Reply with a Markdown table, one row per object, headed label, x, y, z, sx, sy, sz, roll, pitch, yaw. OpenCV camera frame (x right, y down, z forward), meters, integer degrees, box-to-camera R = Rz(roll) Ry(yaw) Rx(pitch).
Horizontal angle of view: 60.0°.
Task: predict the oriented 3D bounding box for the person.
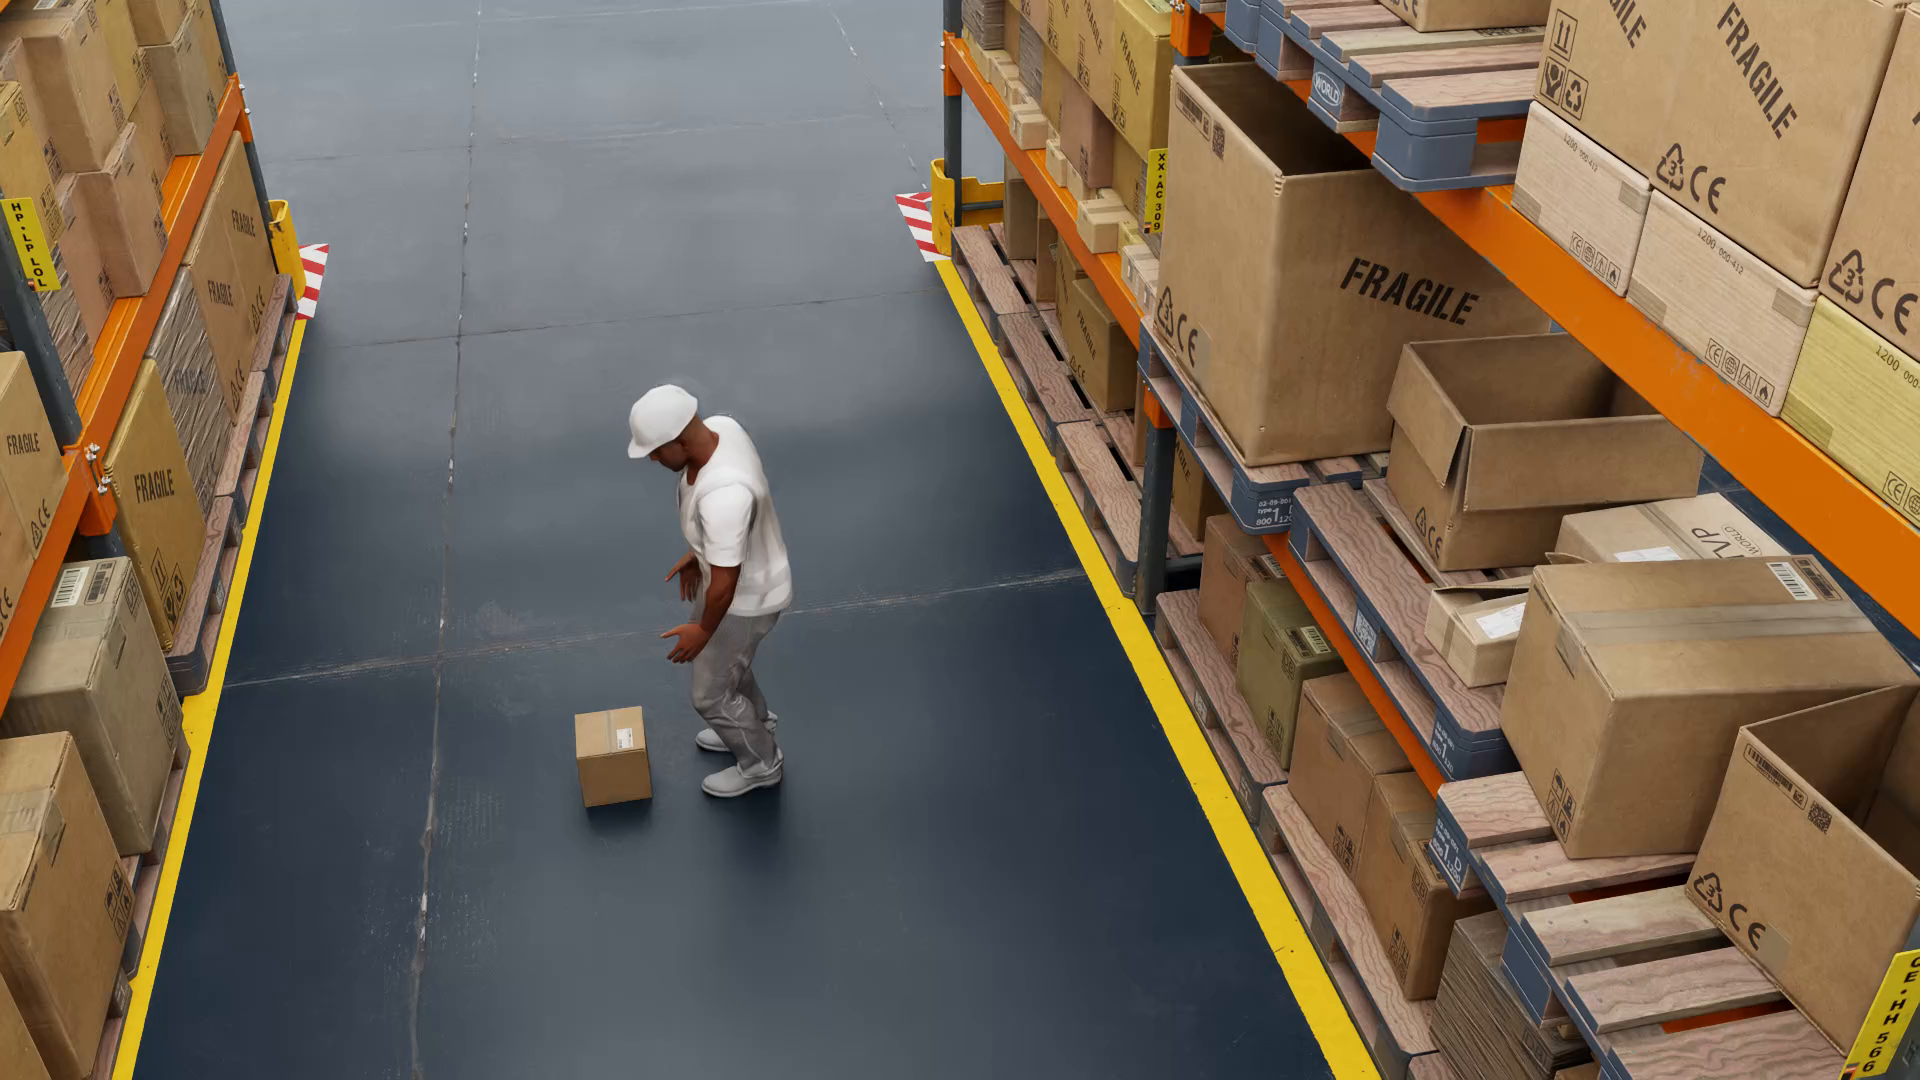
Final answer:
| label | x | y | z | sx | sy | sz | roll | pitch | yaw |
| --- | --- | --- | --- | --- | --- | --- | --- | --- | --- |
| person | -0.855 | 0.185 | 5.926 | 0.511 | 1.682 | 0.602 | -6 | 35 | -9 |
